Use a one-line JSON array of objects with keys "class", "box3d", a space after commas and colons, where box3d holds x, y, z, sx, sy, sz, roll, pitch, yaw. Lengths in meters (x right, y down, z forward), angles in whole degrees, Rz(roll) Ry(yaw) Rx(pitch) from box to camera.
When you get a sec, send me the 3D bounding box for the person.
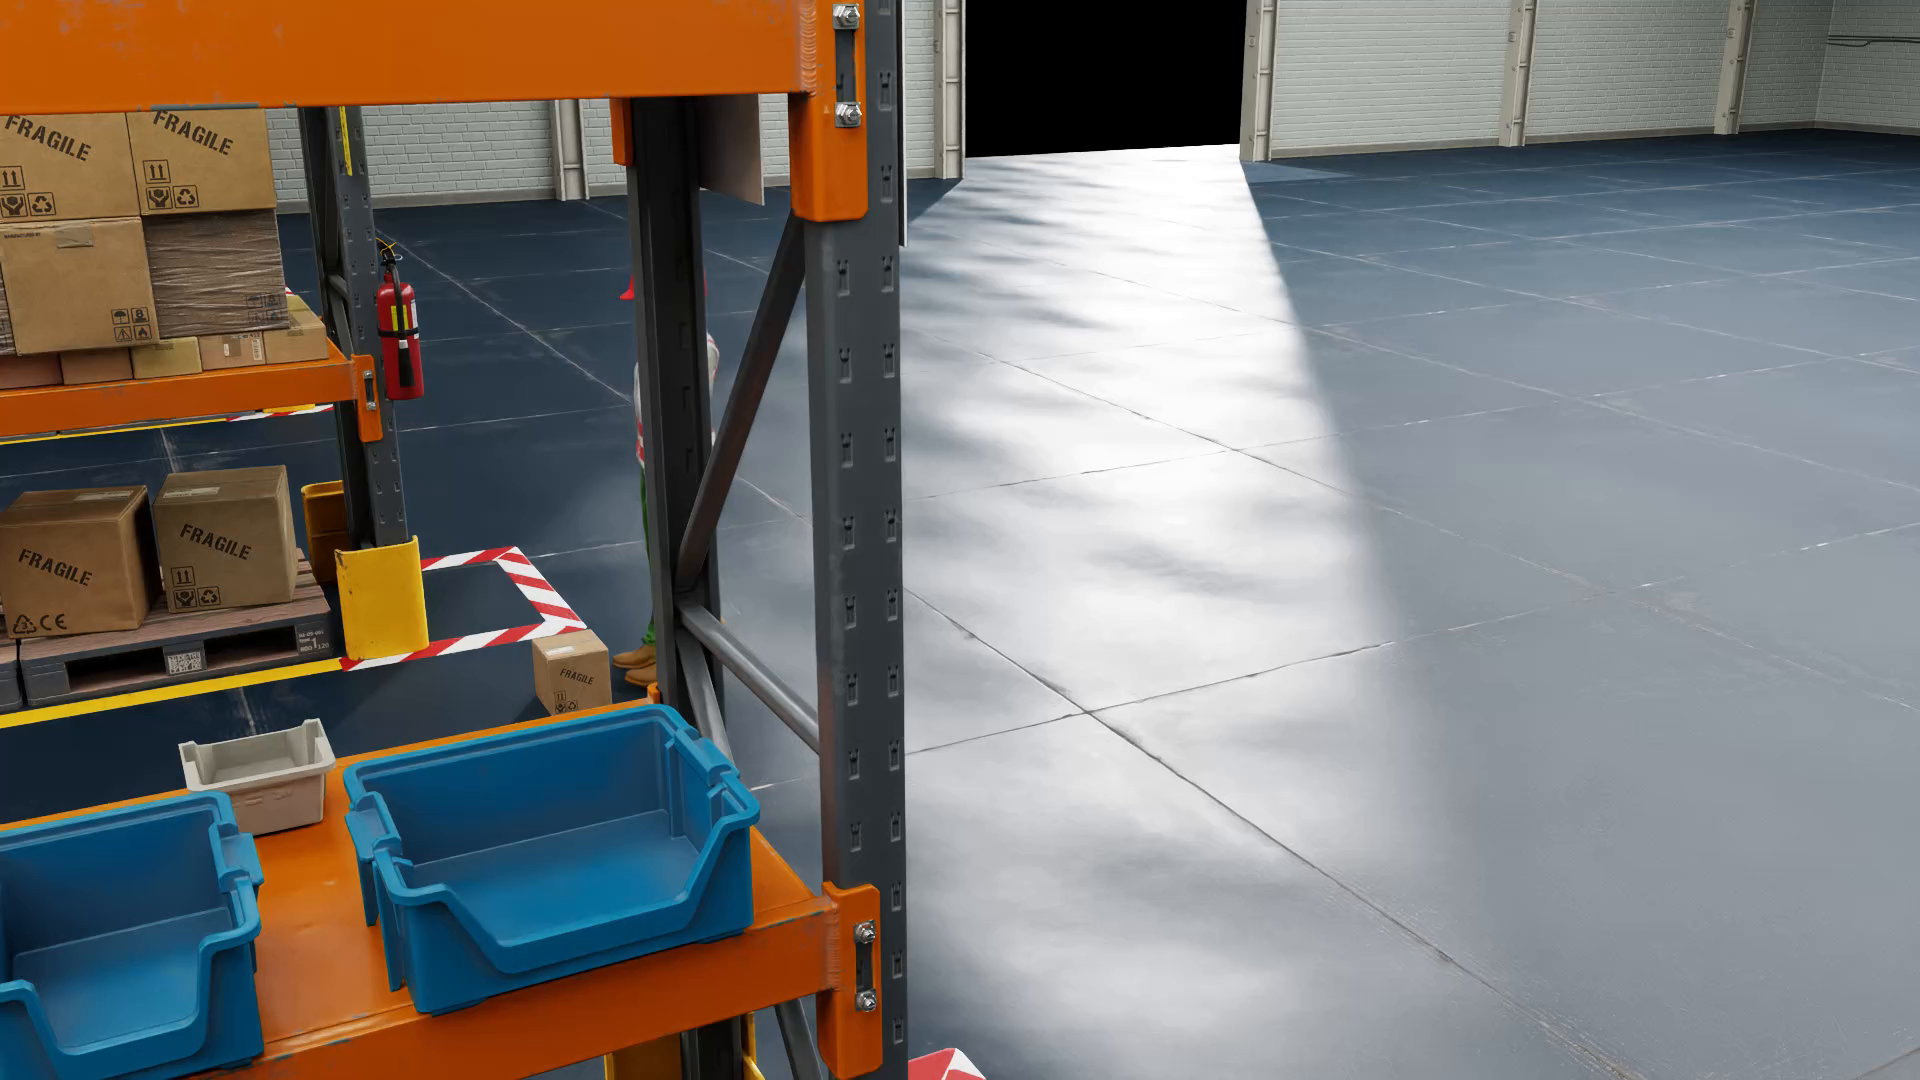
[{"class": "person", "box3d": [-1.218, -0.270, 6.779, 0.459, 1.792, 0.567, -7, 19, -19]}]
